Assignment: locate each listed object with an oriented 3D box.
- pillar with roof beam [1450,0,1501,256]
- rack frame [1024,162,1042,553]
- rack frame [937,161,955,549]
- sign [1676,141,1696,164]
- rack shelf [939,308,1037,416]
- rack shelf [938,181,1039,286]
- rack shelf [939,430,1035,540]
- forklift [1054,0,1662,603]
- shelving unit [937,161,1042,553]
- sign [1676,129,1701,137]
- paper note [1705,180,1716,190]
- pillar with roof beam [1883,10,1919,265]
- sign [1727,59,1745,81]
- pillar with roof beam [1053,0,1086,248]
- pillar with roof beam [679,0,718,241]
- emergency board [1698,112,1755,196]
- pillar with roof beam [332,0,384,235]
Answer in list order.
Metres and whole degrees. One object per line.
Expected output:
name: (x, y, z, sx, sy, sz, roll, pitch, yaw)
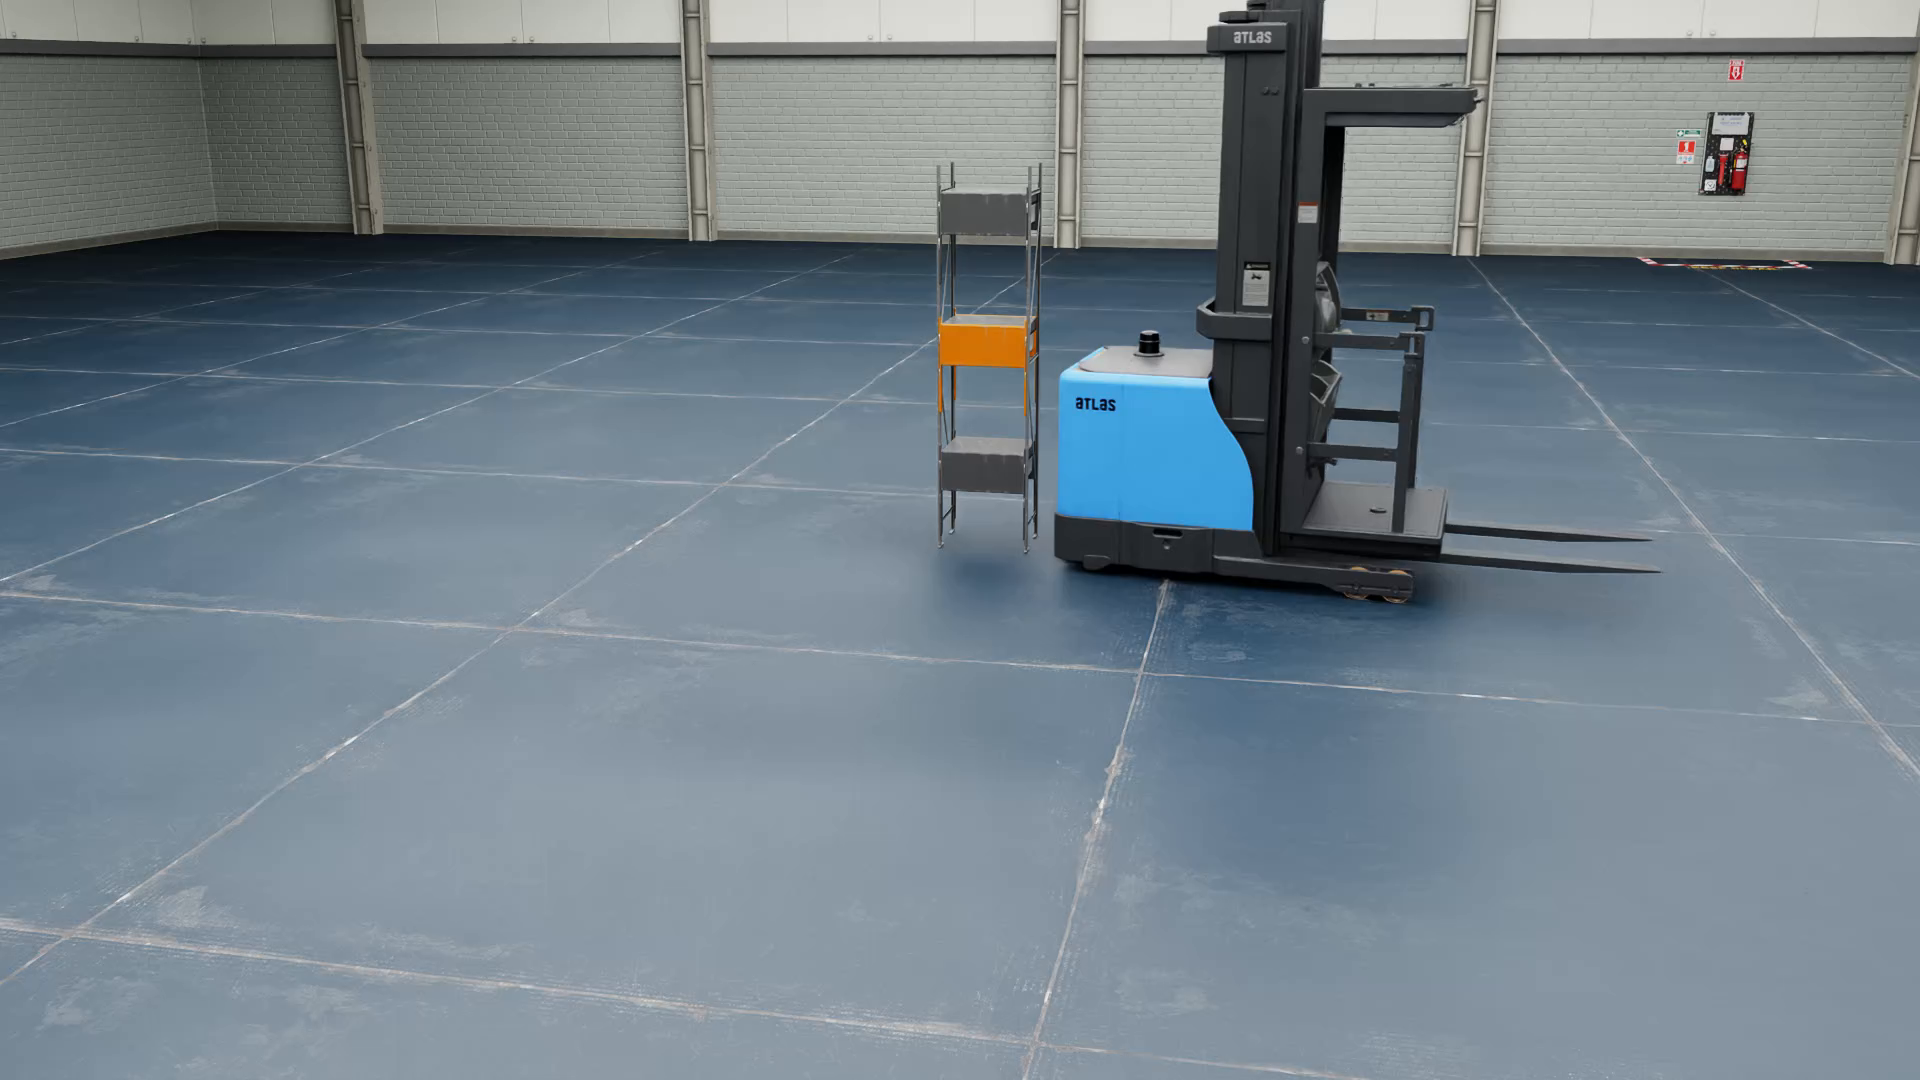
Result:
pillar with roof beam: (6.706, -7.481, 19.641, 0.400, 9.000, 9.100, 3, 16, 11)
rack frame: (0.401, -0.990, 9.133, 0.015, 2.100, 0.400, 3, 16, 11)
rack frame: (-0.077, -1.016, 9.227, 0.015, 2.100, 0.400, 3, 16, 11)
sign: (10.508, -5.612, 24.065, 0.234, 0.329, 0.001, 3, 16, 11)
rack shelf: (0.162, -0.990, 9.184, 0.480, 0.518, 0.431, 3, 16, 11)
rack shelf: (0.162, -1.665, 8.997, 0.480, 0.518, 0.431, 3, 16, 11)
rack shelf: (0.162, -0.315, 9.370, 0.480, 0.518, 0.431, 3, 16, 11)
forklift: (2.080, -1.253, 8.525, 3.031, 2.935, 1.130, 5, 16, 17)
shelving unit: (0.162, -1.003, 9.180, 0.503, 2.100, 0.431, 3, 16, 11)
sign: (10.510, -5.865, 23.985, 0.331, 0.109, 0.001, 3, 16, 11)
paper note: (10.869, -5.141, 24.083, 0.142, 0.148, 0.016, 3, 16, 11)
pillar with roof beam: (12.585, -7.162, 18.489, 0.400, 9.000, 9.100, 3, 16, 11)
sign: (11.041, -6.682, 23.652, 0.199, 0.298, 0.001, 3, 16, 11)
pillar with roof beam: (0.826, -7.800, 20.793, 0.400, 9.000, 9.100, 3, 16, 11)
pillar with roof beam: (-5.054, -8.119, 21.946, 0.400, 9.000, 9.100, 3, 16, 11)
emergency board: (11.029, -5.538, 23.866, 0.643, 1.169, 0.194, 3, 16, 11)
pillar with roof beam: (-10.933, -8.438, 23.098, 0.400, 9.000, 9.100, 3, 16, 11)
